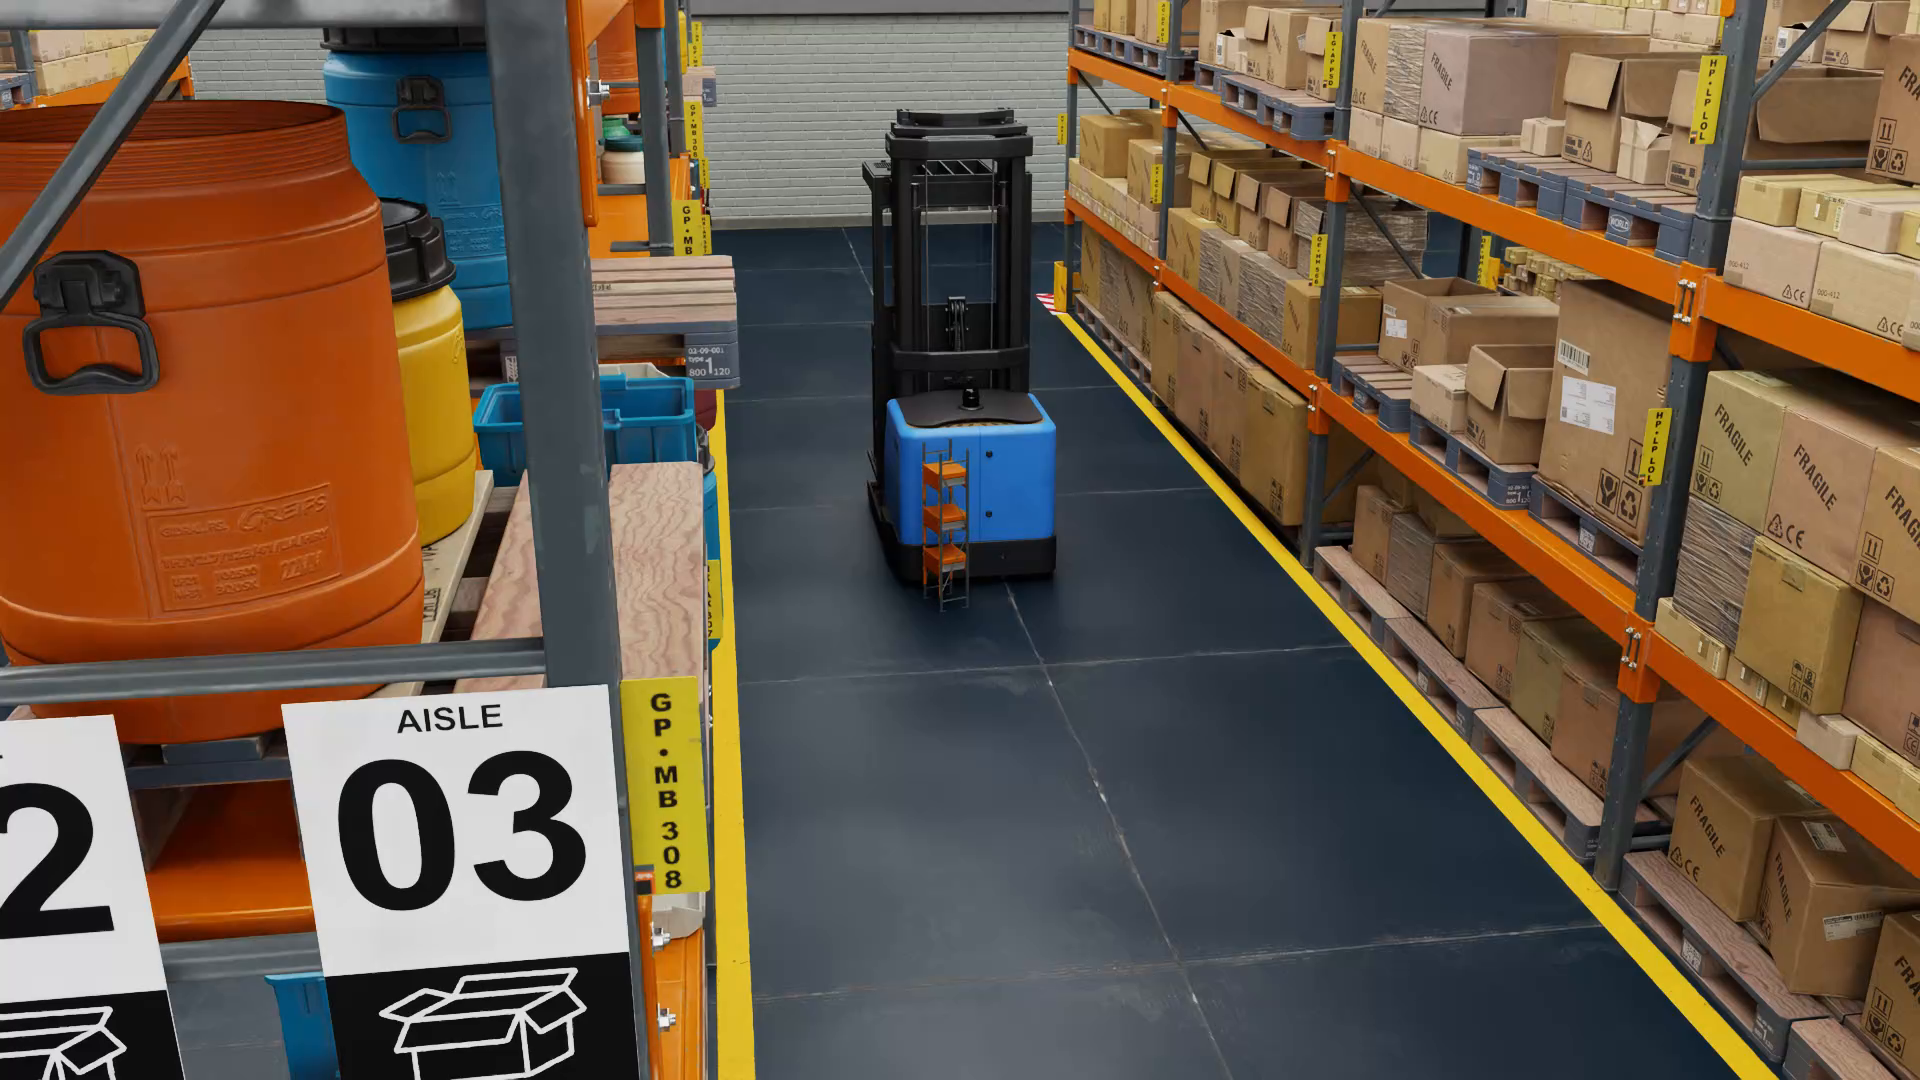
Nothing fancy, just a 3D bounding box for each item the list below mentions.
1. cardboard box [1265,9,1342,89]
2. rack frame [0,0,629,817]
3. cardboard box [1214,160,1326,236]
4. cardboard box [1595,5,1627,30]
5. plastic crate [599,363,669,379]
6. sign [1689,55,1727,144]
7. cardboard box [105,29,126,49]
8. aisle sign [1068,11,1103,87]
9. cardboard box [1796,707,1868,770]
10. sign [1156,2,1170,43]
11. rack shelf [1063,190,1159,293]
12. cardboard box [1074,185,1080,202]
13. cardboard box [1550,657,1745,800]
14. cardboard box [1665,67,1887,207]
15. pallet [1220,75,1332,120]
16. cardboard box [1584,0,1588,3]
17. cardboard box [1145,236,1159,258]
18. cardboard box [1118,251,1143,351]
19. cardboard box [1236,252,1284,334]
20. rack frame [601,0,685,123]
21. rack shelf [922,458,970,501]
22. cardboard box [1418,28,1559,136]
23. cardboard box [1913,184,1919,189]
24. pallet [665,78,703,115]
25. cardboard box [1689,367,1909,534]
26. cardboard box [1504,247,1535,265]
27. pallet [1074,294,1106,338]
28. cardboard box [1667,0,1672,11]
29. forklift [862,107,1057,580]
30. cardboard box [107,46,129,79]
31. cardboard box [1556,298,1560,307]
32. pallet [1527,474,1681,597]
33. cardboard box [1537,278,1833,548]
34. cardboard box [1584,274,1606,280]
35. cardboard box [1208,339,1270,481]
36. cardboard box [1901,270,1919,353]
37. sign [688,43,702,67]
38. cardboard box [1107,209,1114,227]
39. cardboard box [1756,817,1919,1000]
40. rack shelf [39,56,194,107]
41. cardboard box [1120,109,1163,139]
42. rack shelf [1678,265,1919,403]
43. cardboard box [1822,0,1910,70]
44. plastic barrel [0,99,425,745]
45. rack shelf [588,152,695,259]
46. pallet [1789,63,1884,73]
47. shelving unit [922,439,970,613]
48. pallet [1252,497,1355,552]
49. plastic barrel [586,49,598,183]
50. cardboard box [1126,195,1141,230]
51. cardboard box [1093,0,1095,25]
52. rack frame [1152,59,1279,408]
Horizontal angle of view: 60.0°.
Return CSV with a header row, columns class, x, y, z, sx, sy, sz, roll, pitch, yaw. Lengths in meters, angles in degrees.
class,x,y,z,sx,sy,sz,roll,pitch,yaw
cardboard box,2.438,-3.401,11.504,0.500,0.500,0.500,-2,21,-5
rack frame,-0.940,-1.041,1.642,1.000,3.000,0.127,-3,21,-8
cardboard box,2.419,-2.693,13.062,0.797,0.503,0.637,-3,21,-7
cardboard box,6.596,-5.108,16.318,0.500,0.250,0.500,-4,21,-10
plastic crate,-0.885,-0.362,4.487,0.243,0.136,0.396,-3,21,-8
sign,2.836,-1.668,6.306,0.100,0.325,0.005,-3,21,-8
cardboard box,-7.603,-4.407,14.440,0.500,0.250,0.500,-3,21,-8
aisle sign,1.348,-5.248,17.764,0.394,0.787,0.004,-3,21,-8
cardboard box,3.246,0.689,5.943,0.380,0.149,0.250,-3,21,-8
sign,1.683,-4.291,13.779,0.100,0.325,0.005,-3,21,-8
rack shelf,1.943,-2.991,16.464,1.077,0.370,4.000,-3,21,-8
cardboard box,1.418,-3.674,17.625,0.380,0.149,0.250,-3,21,-9
cardboard box,3.318,0.886,8.001,0.700,0.500,0.500,-5,21,-12
cardboard box,3.415,-1.683,6.901,0.797,0.503,0.637,-4,21,-10
pallet,2.499,-3.174,11.910,1.003,0.211,1.213,-2,21,-5
cardboard box,6.561,-5.513,16.831,0.380,0.149,0.250,-2,21,-6
cardboard box,1.864,-2.606,14.767,0.380,0.149,0.250,-3,21,-7
cardboard box,2.086,-2.381,16.239,0.875,0.875,0.875,-3,21,-8
cardboard box,2.348,-1.808,12.127,0.500,0.500,0.500,-4,21,-10
rack frame,-2.093,-3.811,9.058,1.000,3.000,0.127,-3,21,-8
rack shelf,-0.089,-0.345,10.358,0.215,0.259,0.240,-10,23,-24
cardboard box,2.770,-2.411,8.740,0.500,0.500,0.500,-4,21,-9
cardboard box,3.666,-1.192,5.977,0.380,0.149,0.250,-3,21,-7
pallet,-2.293,-3.043,11.559,1.003,0.211,1.213,-3,21,-8
cardboard box,3.198,-0.351,6.372,0.500,0.500,0.500,-3,21,-8
cardboard box,6.317,-3.177,18.558,0.380,0.149,0.250,-4,21,-10
pallet,1.848,-2.441,17.950,1.003,0.211,1.213,-3,21,-8
cardboard box,6.793,-4.971,15.381,0.380,0.149,0.250,-2,21,-6
forklift,-0.093,-1.591,11.787,1.130,2.935,3.031,-3,21,-8
cardboard box,-7.611,-4.172,14.526,0.500,0.250,0.500,-3,21,-8
cardboard box,6.507,-2.458,17.486,0.380,0.149,0.250,-4,21,-10
pallet,3.419,-0.047,7.830,1.003,0.211,1.213,-3,21,-8
cardboard box,3.409,-0.625,7.645,1.000,1.000,1.000,-3,21,-7
cardboard box,6.657,-2.640,17.121,0.380,0.149,0.250,-3,21,-8
cardboard box,2.608,-1.001,12.544,1.225,0.875,0.875,-3,21,-8
cardboard box,3.339,-0.676,5.166,0.500,0.250,0.500,-4,21,-10
sign,-2.125,-3.822,13.362,0.100,0.325,0.005,-3,21,-8
cardboard box,1.642,-3.140,16.194,0.380,0.149,0.250,-3,21,-7
cardboard box,3.493,1.447,6.526,0.500,0.500,0.500,4,21,9
rack shelf,-7.860,-3.897,14.605,1.077,0.370,4.000,-3,21,-8
cardboard box,1.985,-4.285,17.619,0.500,0.500,0.500,-3,21,-7
rack shelf,3.673,-0.241,4.815,1.077,0.370,4.000,-3,21,-8
cardboard box,7.247,-3.959,12.994,0.797,0.503,0.637,-3,21,-8
plastic barrel,-1.136,-0.195,2.451,0.600,0.830,0.708,-3,21,-8
rack shelf,-1.805,-1.376,7.854,1.077,0.370,4.000,-3,21,-8
pallet,7.291,-3.589,13.021,1.213,0.211,1.003,-3,21,-8
shelving unit,-0.089,-0.089,10.454,0.215,1.050,0.252,-10,23,-24
pallet,2.769,-0.221,12.005,1.003,0.211,1.213,-3,21,-8
plastic barrel,-2.095,-2.085,8.110,0.600,0.830,0.708,-3,21,-8
cardboard box,1.831,-3.023,15.312,0.500,0.250,0.500,-2,21,-6
cardboard box,1.783,-5.538,17.084,0.700,0.500,0.500,-4,21,-11
rack frame,2.232,-2.635,14.484,1.000,3.000,0.127,-3,21,-8
